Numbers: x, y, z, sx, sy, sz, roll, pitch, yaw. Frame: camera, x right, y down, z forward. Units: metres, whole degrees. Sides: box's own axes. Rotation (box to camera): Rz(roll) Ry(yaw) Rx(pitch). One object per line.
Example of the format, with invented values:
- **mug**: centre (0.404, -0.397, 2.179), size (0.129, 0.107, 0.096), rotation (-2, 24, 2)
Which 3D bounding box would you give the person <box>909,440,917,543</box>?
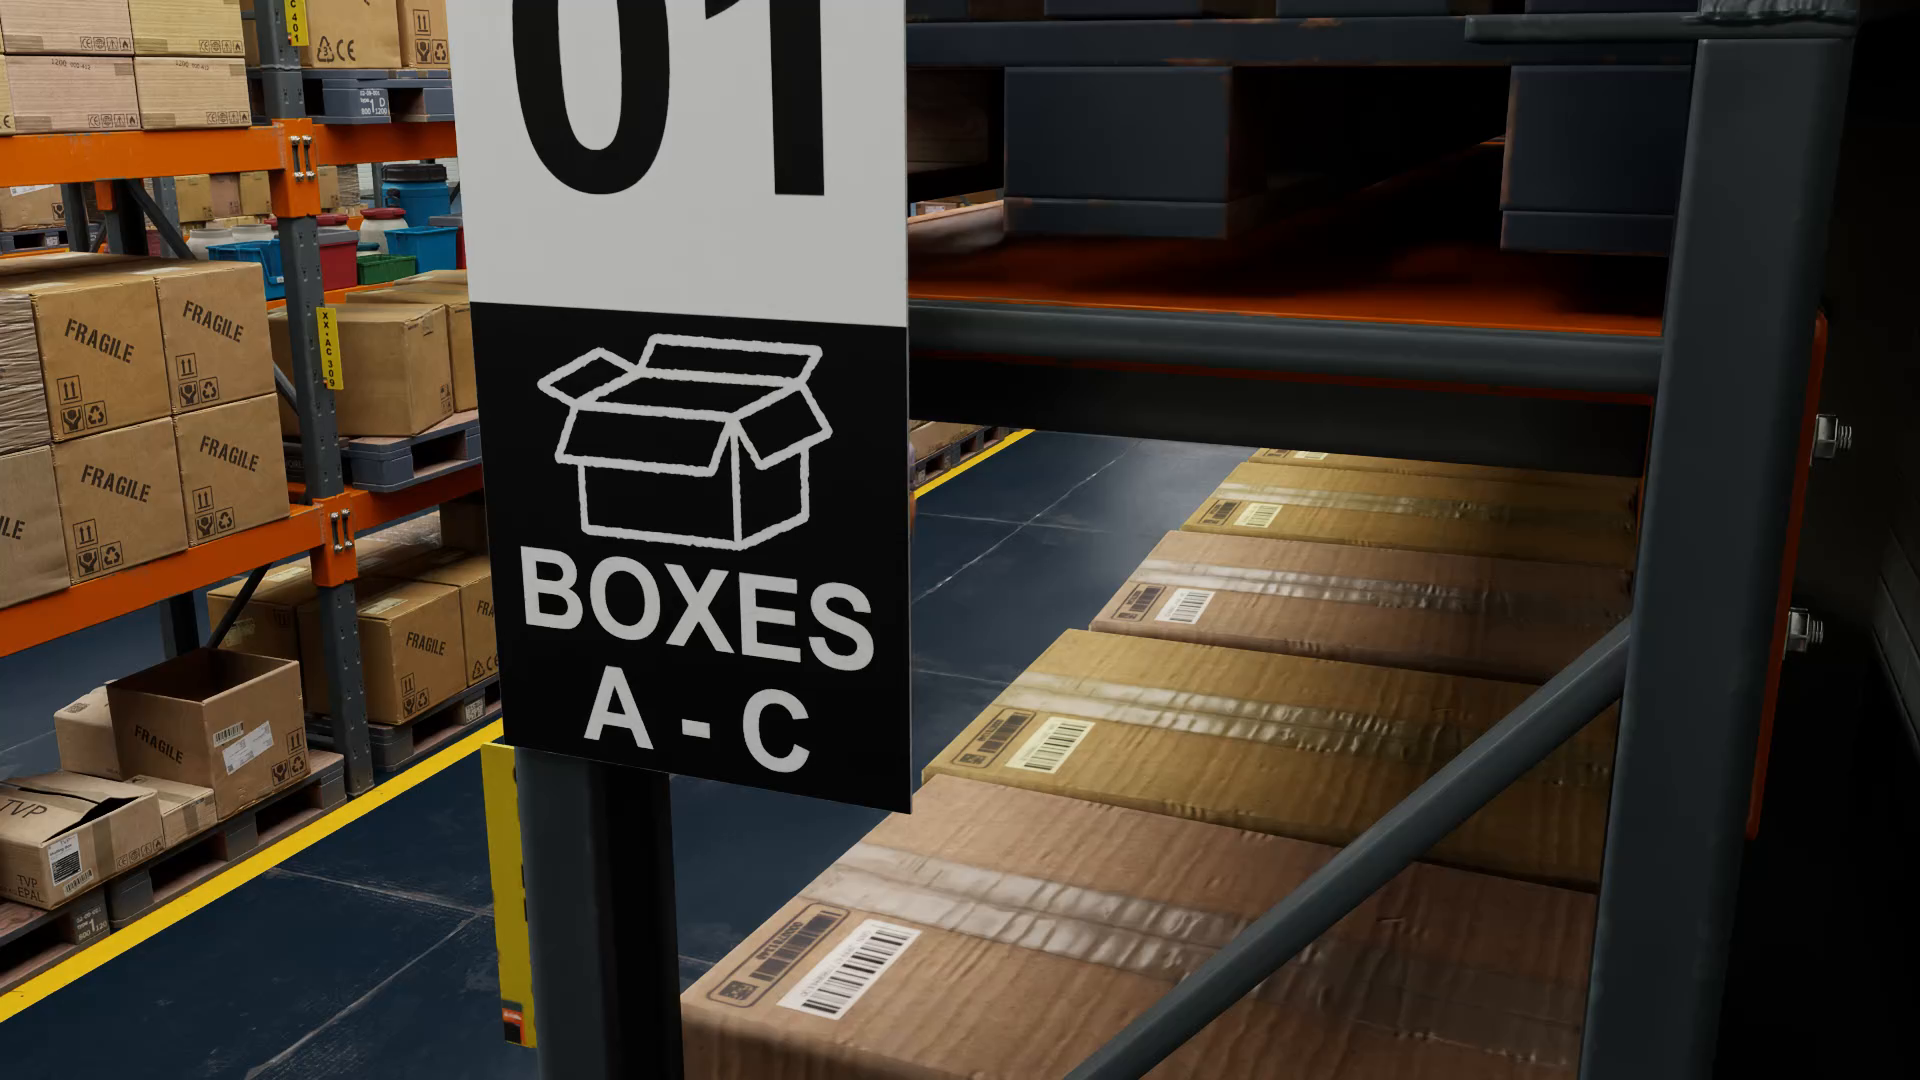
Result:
- **person**: centre (-0.426, 0.068, 7.839), size (0.476, 1.637, 0.339), rotation (6, 17, 22)
